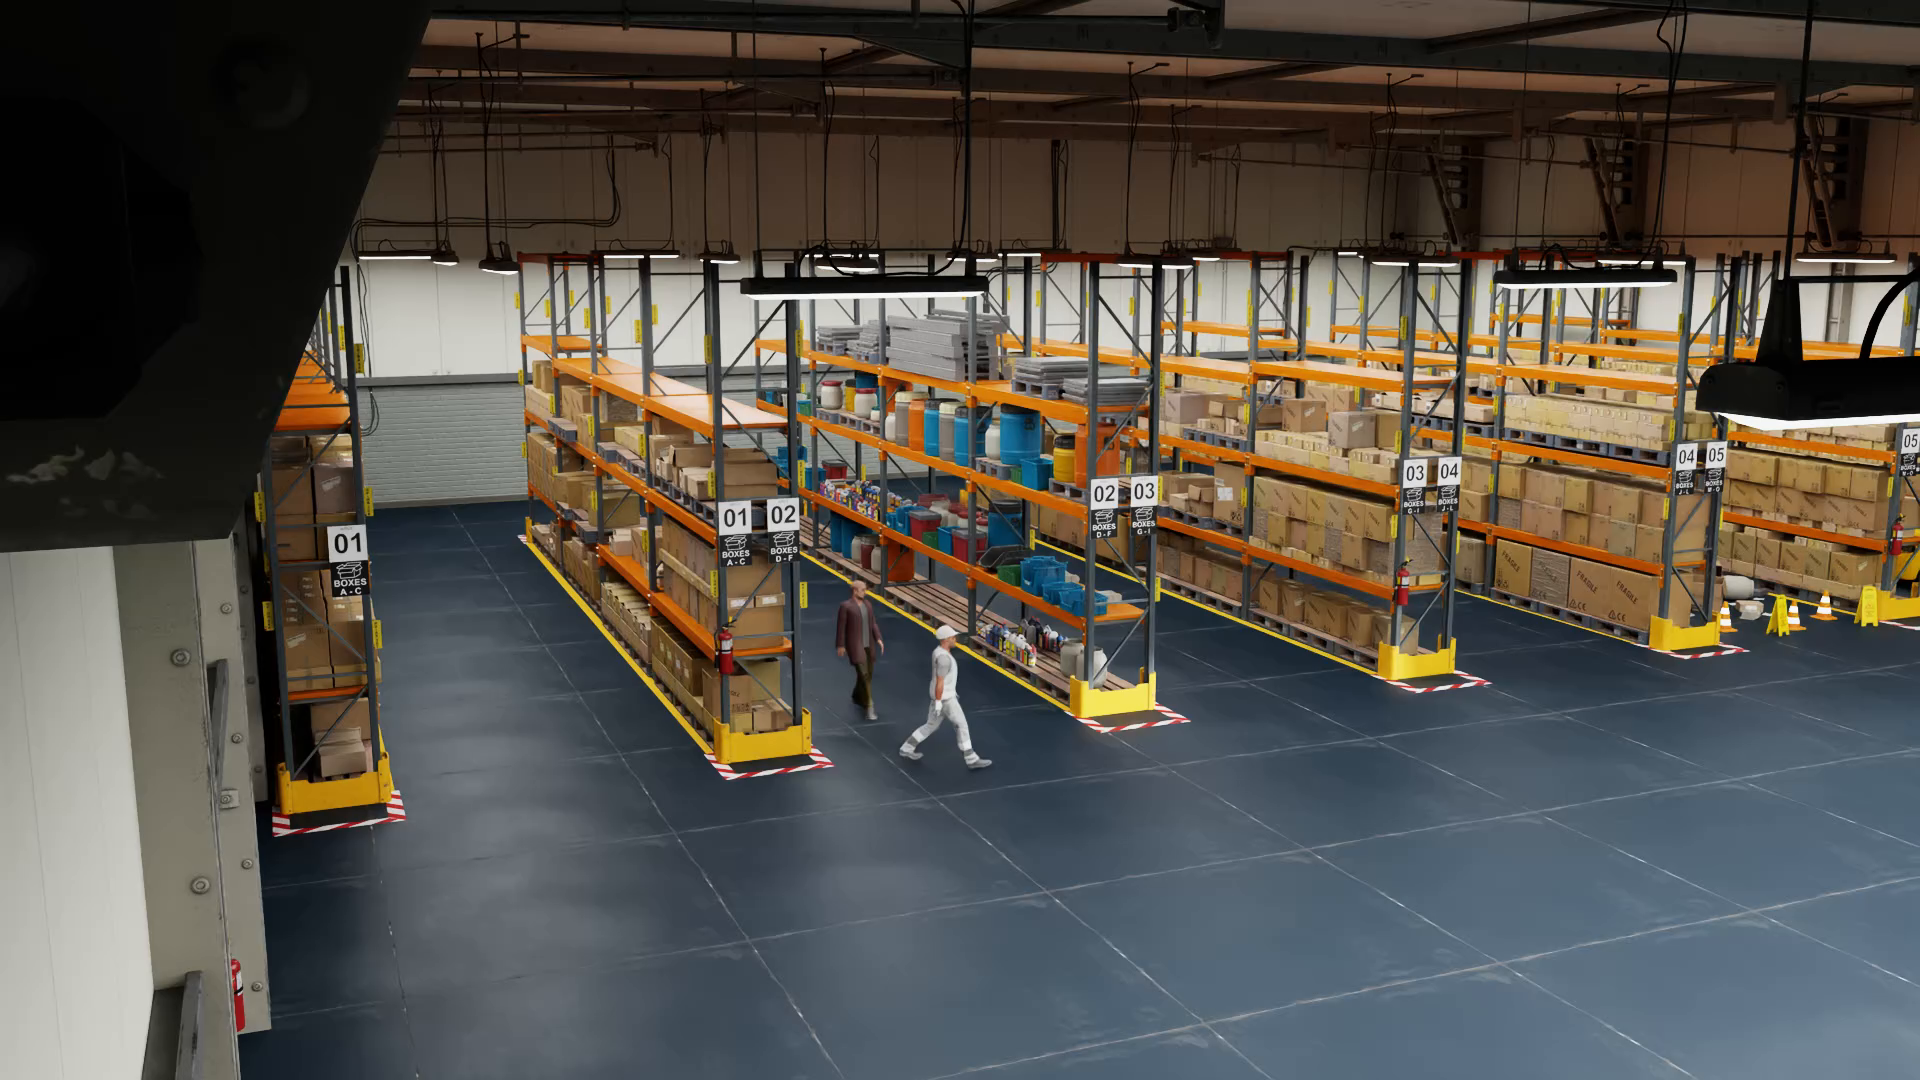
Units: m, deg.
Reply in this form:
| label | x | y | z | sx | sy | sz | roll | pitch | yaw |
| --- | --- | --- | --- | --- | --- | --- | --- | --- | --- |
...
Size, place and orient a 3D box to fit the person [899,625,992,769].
| label | x | y | z | sx | sy | sz | roll | pitch | yaw |
| --- | --- | --- | --- | --- | --- | --- | --- | --- | --- |
| person | -0.192 | 1.881 | 19.996 | 1.084 | 1.737 | 0.544 | -2 | 11 | -10 |

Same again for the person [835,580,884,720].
| label | x | y | z | sx | sy | sz | roll | pitch | yaw |
| --- | --- | --- | --- | --- | --- | --- | --- | --- | --- |
| person | -1.267 | 1.460 | 22.268 | 0.757 | 1.812 | 0.617 | 10 | 14 | 42 |

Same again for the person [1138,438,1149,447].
| label | x | y | z | sx | sy | sz | roll | pitch | yaw |
| --- | --- | --- | --- | --- | --- | --- | --- | --- | --- |
| person | 4.944 | -2.515 | 43.902 | 0.568 | 1.694 | 1.073 | 3 | 11 | 16 |
